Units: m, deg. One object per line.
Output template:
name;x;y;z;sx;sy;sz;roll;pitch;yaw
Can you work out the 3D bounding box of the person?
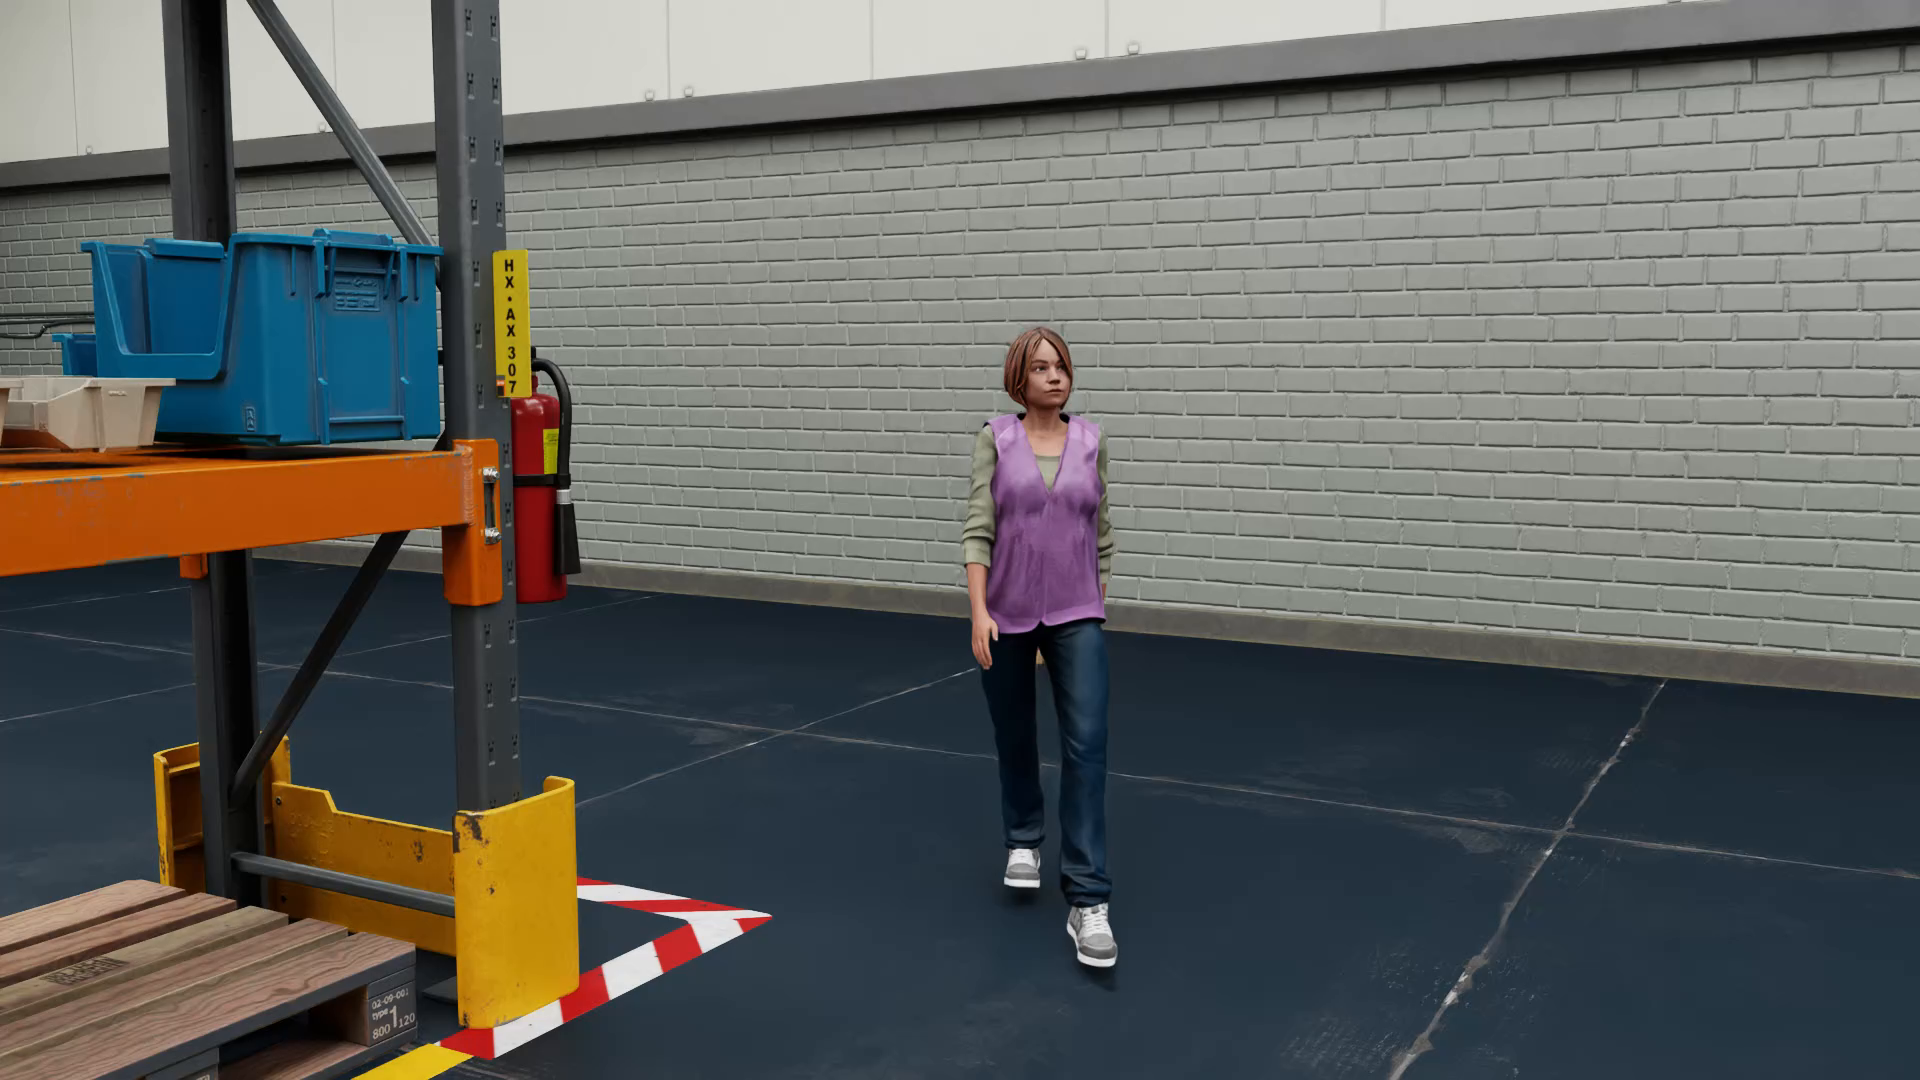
person;0.211;0.224;4.347;0.413;1.557;0.862;0;6;0
